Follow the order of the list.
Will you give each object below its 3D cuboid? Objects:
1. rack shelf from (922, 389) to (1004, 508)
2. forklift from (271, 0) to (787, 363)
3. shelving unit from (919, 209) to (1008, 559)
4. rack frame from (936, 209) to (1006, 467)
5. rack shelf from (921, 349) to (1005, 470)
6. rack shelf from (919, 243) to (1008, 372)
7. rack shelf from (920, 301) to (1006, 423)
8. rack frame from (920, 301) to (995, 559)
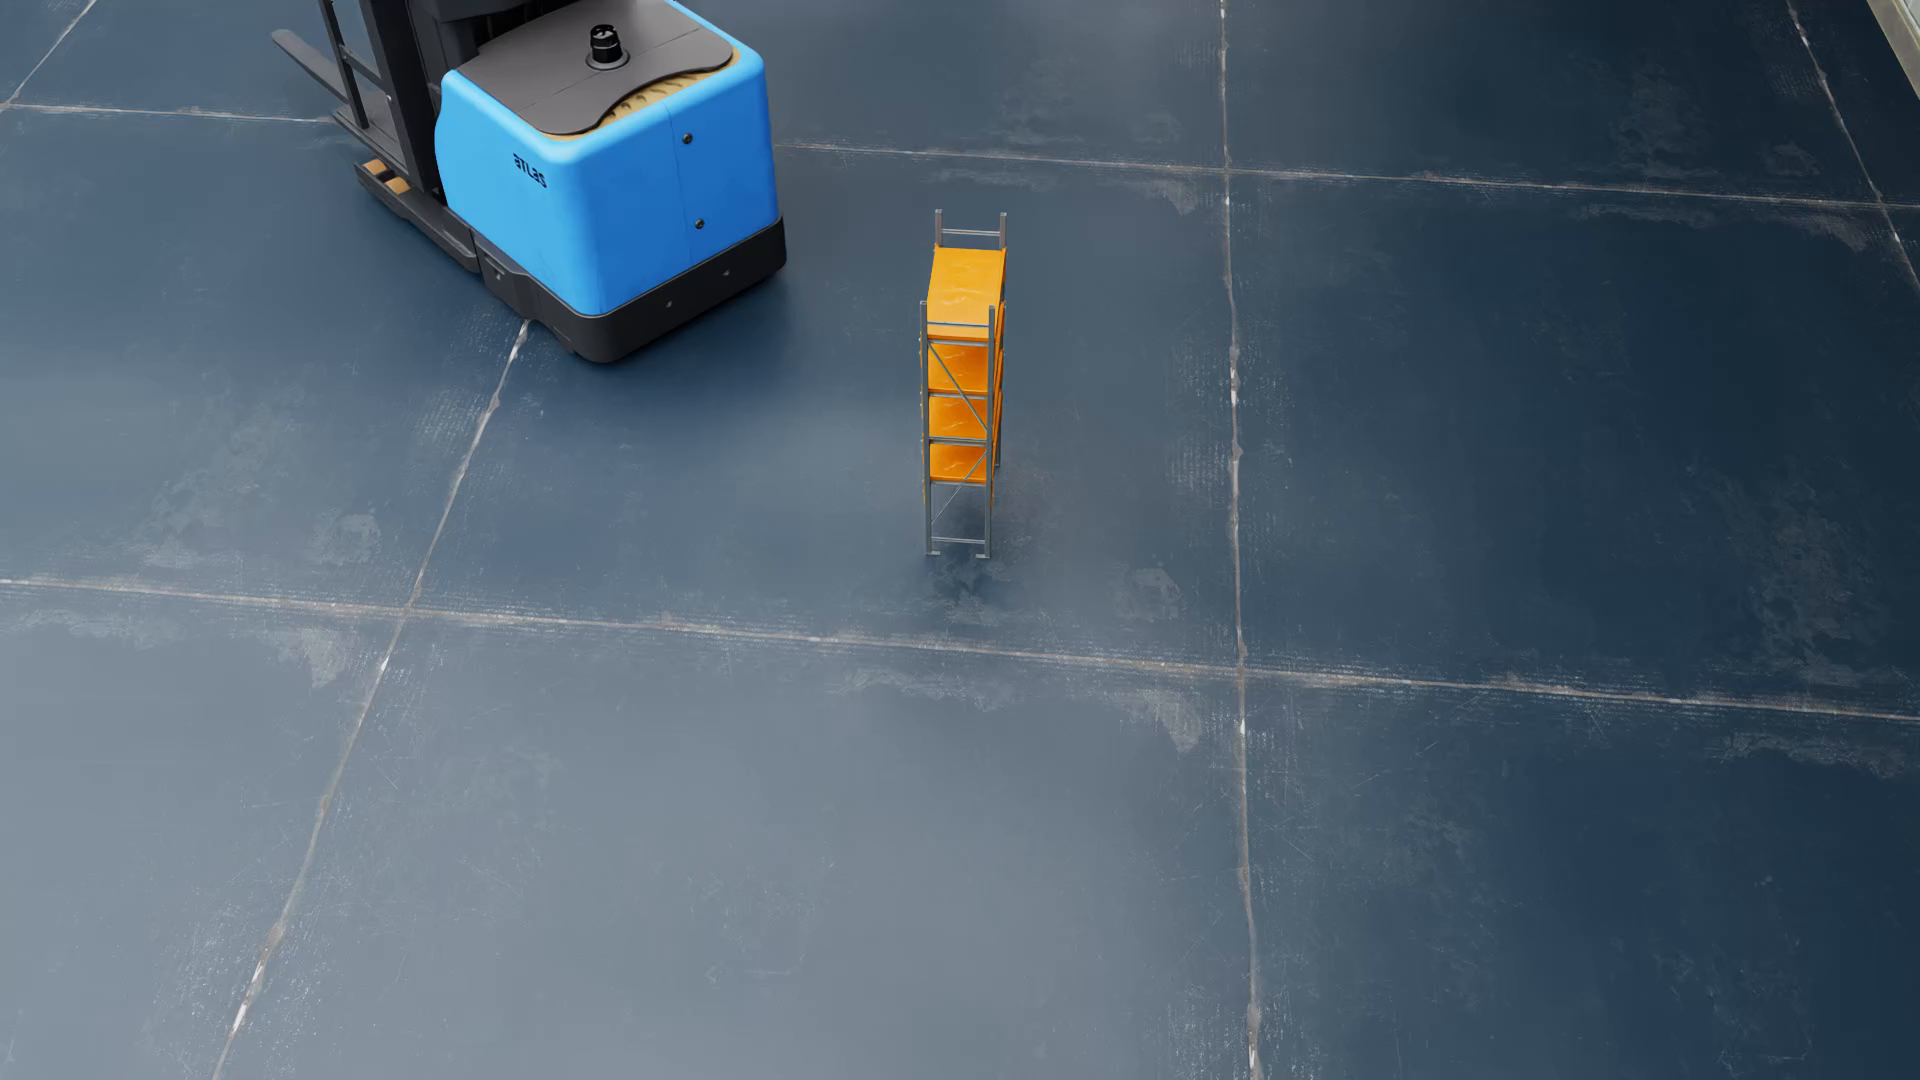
[{"bbox_3d":[0.015,-0.347,6.115,0.258,0.148,0.480,4,48,4],"label":"rack shelf"},{"bbox_3d":[-2.136,-2.711,6.744,1.130,2.935,3.031,-35,56,-28],"label":"forklift"},{"bbox_3d":[0.015,-0.527,5.919,0.258,1.200,0.503,4,48,4],"label":"shelving unit"},{"bbox_3d":[0.037,-0.706,6.083,0.240,1.200,0.015,4,48,4],"label":"rack frame"},{"bbox_3d":[0.015,-0.481,5.968,0.258,0.148,0.480,4,48,4],"label":"rack shelf"},{"bbox_3d":[0.015,-0.792,5.629,0.258,0.148,0.480,4,48,4],"label":"rack shelf"},{"bbox_3d":[0.015,-0.632,5.803,0.258,0.148,0.480,4,48,4],"label":"rack shelf"},{"bbox_3d":[-0.007,-0.347,5.755,0.240,1.200,0.015,4,48,4],"label":"rack frame"}]
